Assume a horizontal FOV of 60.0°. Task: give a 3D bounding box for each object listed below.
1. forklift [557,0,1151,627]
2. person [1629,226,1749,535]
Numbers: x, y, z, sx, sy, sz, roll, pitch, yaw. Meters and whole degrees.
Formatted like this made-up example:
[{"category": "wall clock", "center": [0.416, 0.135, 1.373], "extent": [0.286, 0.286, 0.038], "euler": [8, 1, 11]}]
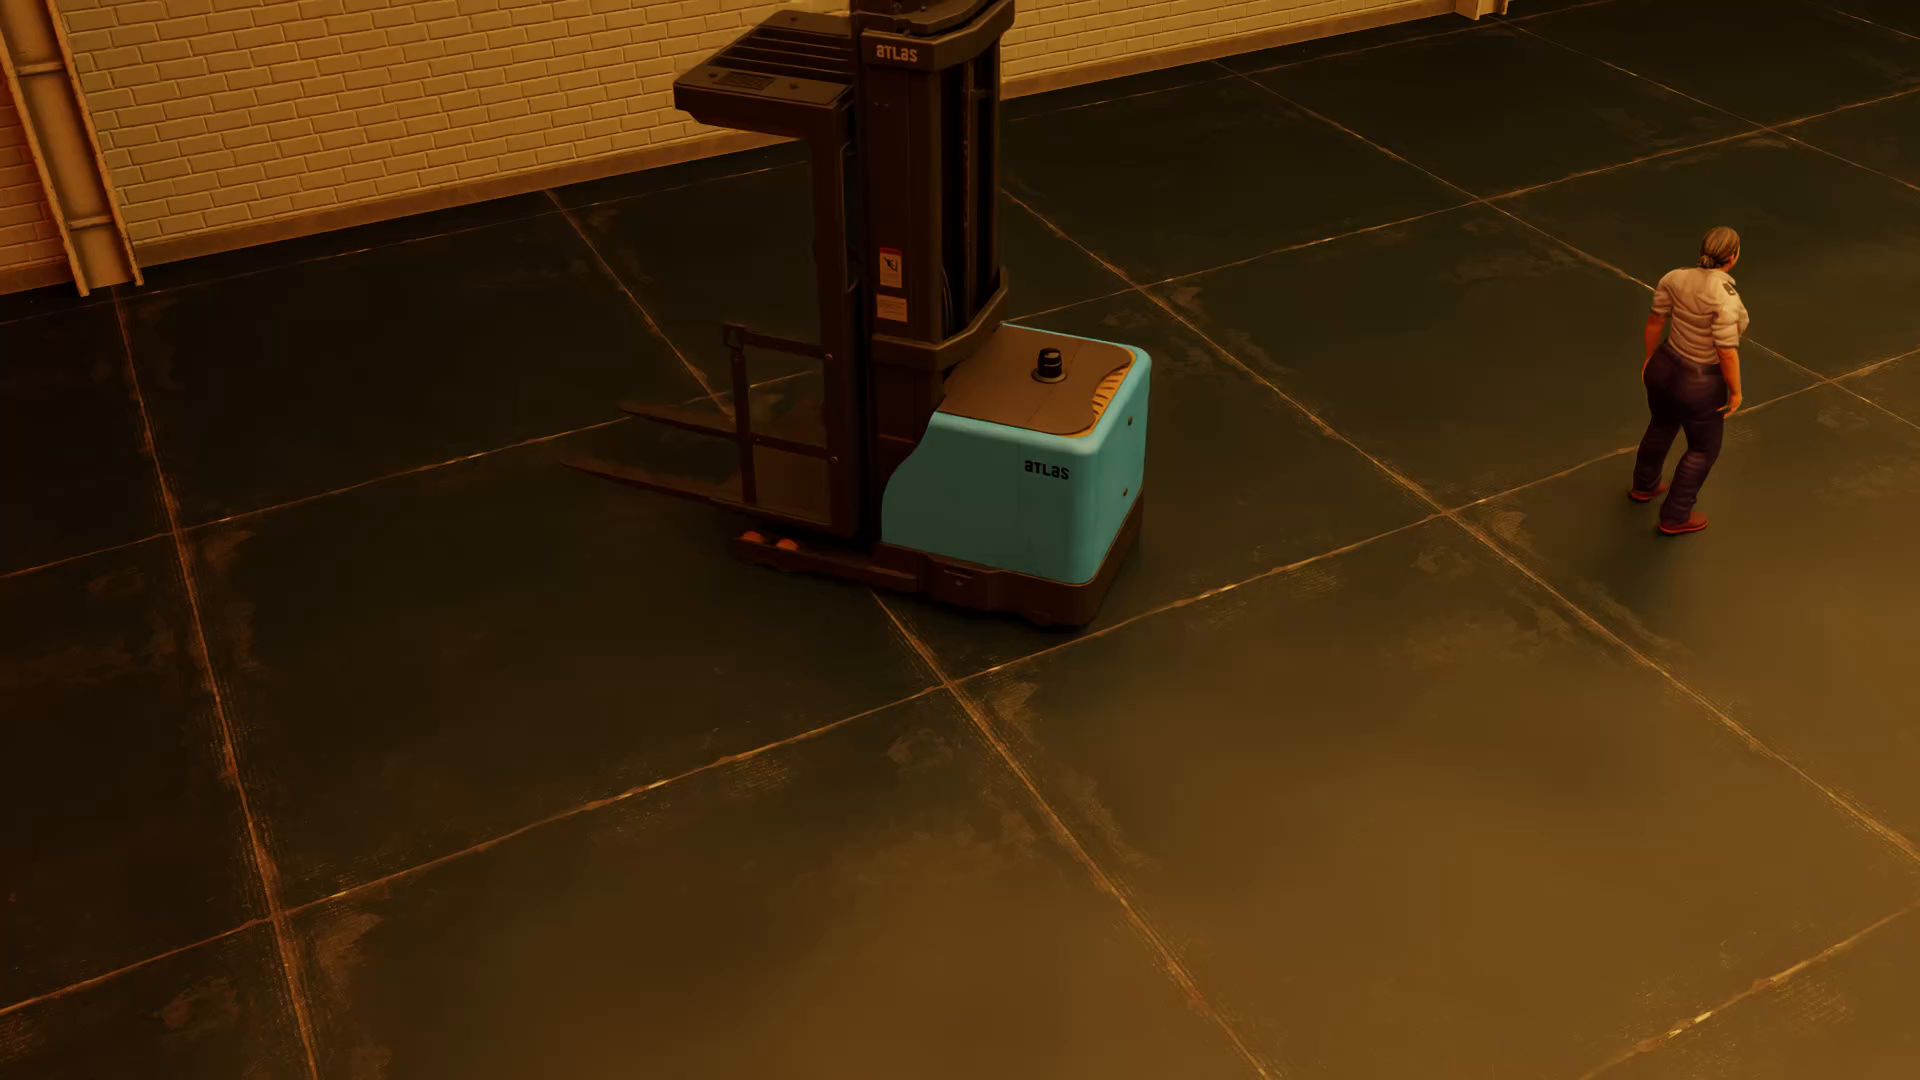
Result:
[{"category": "forklift", "center": [-0.623, -1.303, 7.967], "extent": [3.031, 2.935, 1.130], "euler": [12, 37, 17]}, {"category": "person", "center": [3.728, -0.813, 8.414], "extent": [0.458, 1.676, 0.555], "euler": [-15, 38, -20]}]
